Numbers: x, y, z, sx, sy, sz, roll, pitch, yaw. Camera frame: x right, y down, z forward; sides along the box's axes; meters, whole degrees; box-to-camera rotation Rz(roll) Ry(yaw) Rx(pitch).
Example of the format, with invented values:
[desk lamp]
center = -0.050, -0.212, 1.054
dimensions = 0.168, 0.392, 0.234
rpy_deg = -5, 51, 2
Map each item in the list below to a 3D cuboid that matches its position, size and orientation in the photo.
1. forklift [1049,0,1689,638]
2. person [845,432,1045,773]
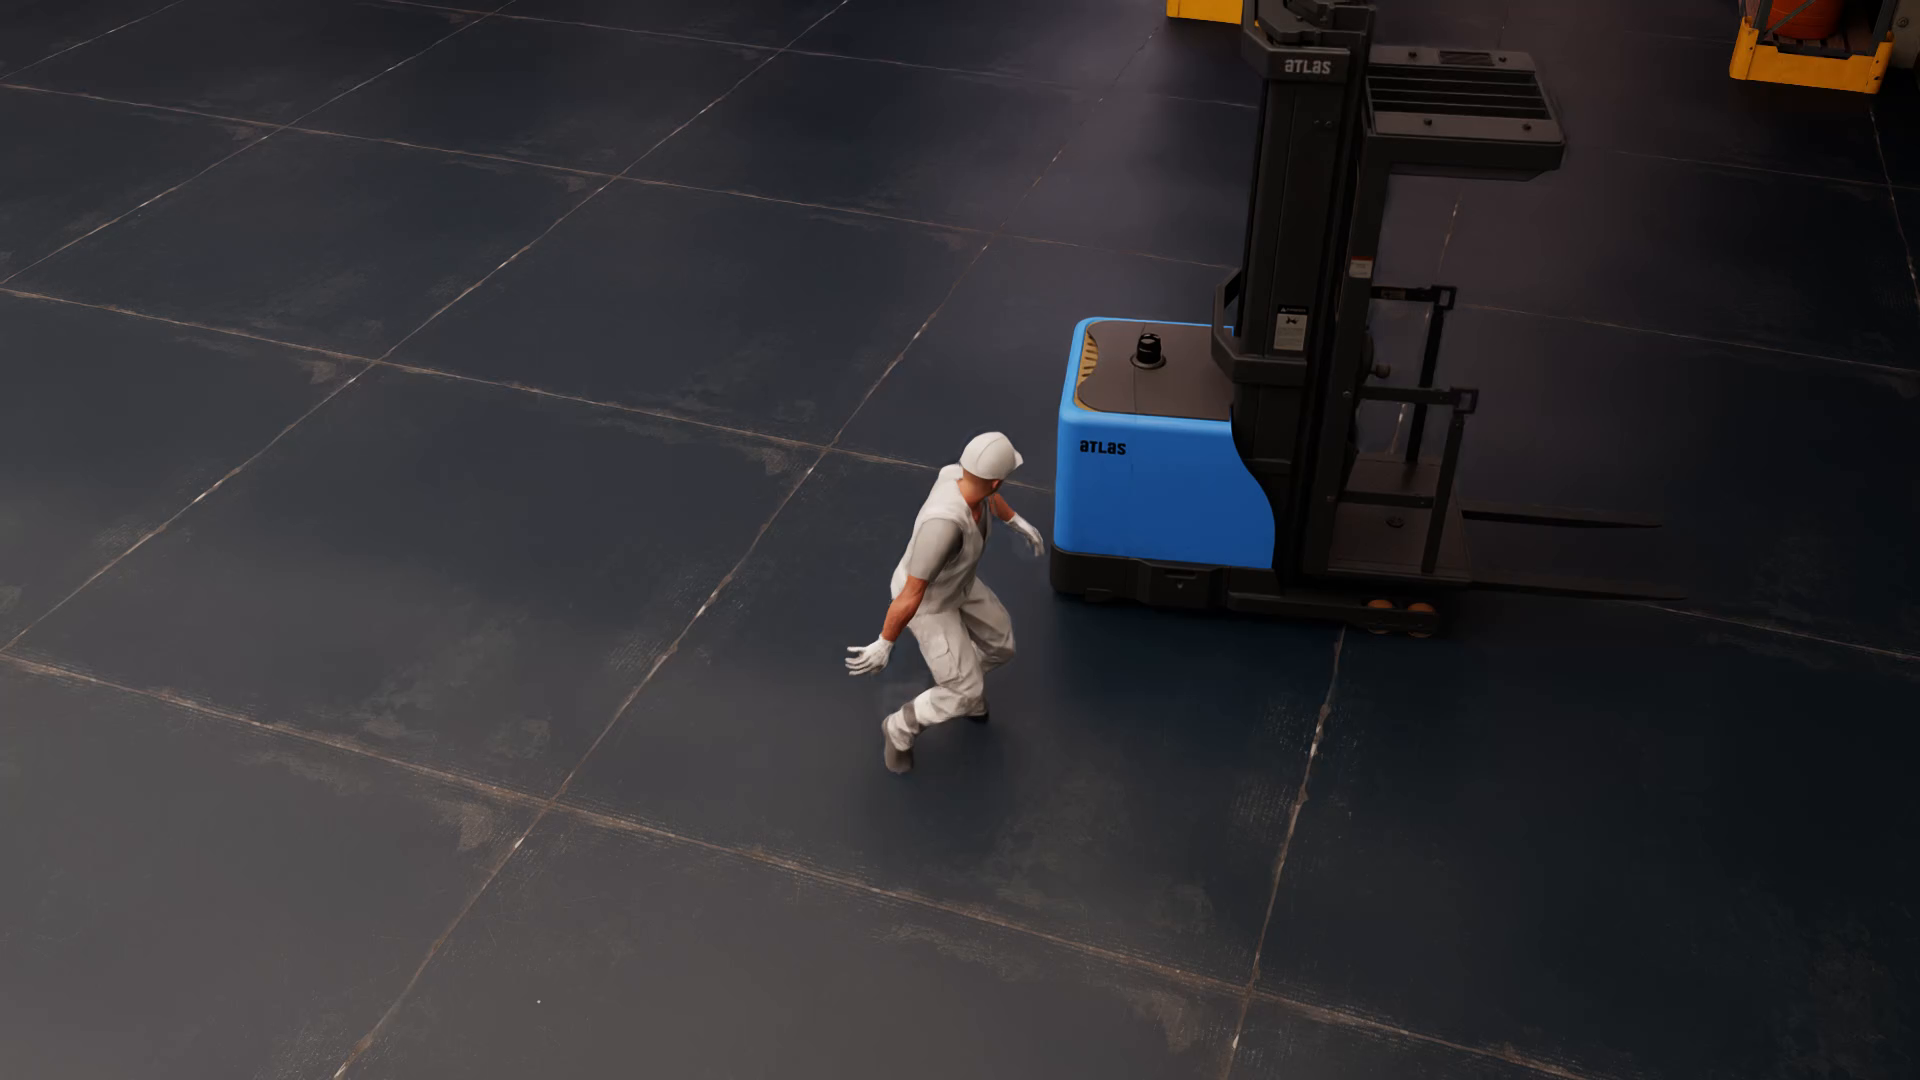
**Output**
[forklift]
center = 2.003, -1.057, 7.602
dimensions = 3.031, 2.935, 1.130
rpy_deg = 5, 36, 7
[person]
center = -0.056, 0.274, 6.931
dimensions = 0.502, 1.655, 1.027
rpy_deg = 16, 38, 21
